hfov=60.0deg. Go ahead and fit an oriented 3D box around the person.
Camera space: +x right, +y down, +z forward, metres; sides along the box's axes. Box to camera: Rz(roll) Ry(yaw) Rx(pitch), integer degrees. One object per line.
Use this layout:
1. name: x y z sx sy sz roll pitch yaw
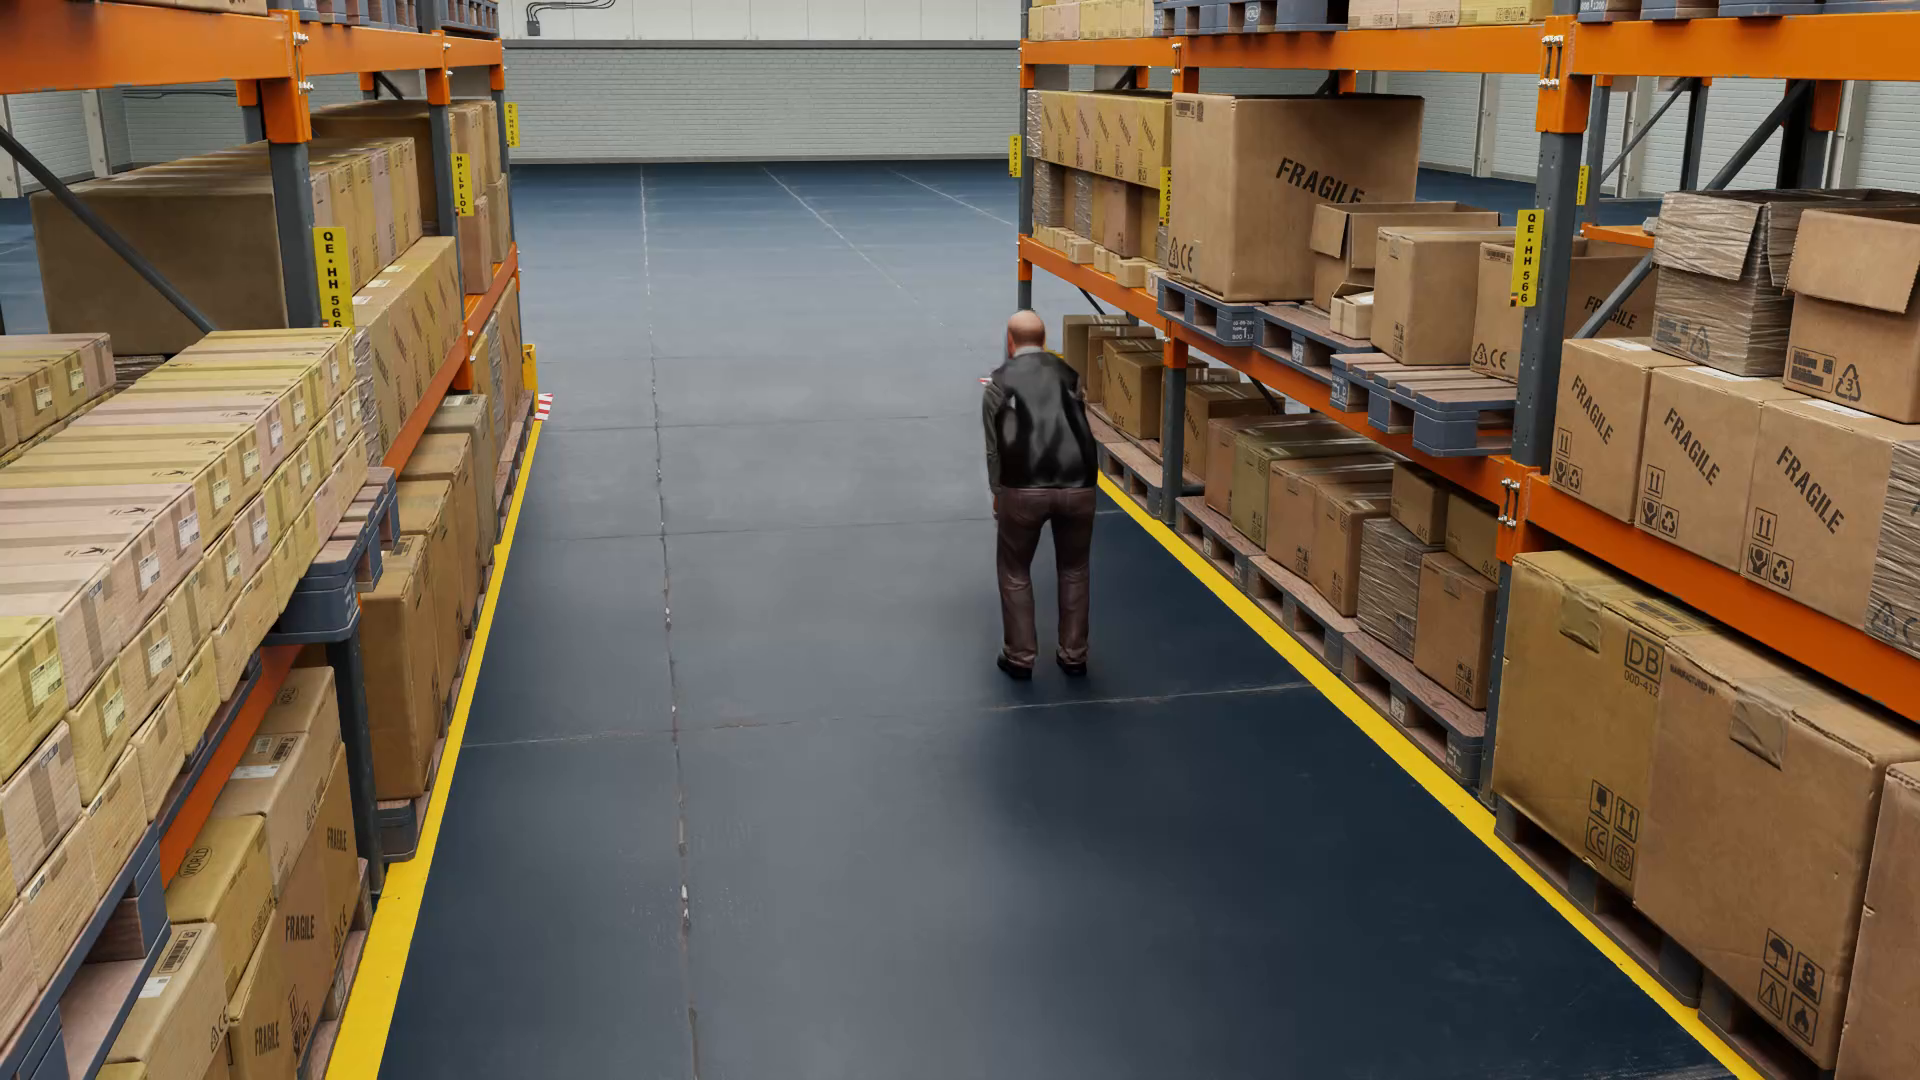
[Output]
1. person: 0.347 -0.205 7.513 0.470 1.598 0.677 -3 17 -11
